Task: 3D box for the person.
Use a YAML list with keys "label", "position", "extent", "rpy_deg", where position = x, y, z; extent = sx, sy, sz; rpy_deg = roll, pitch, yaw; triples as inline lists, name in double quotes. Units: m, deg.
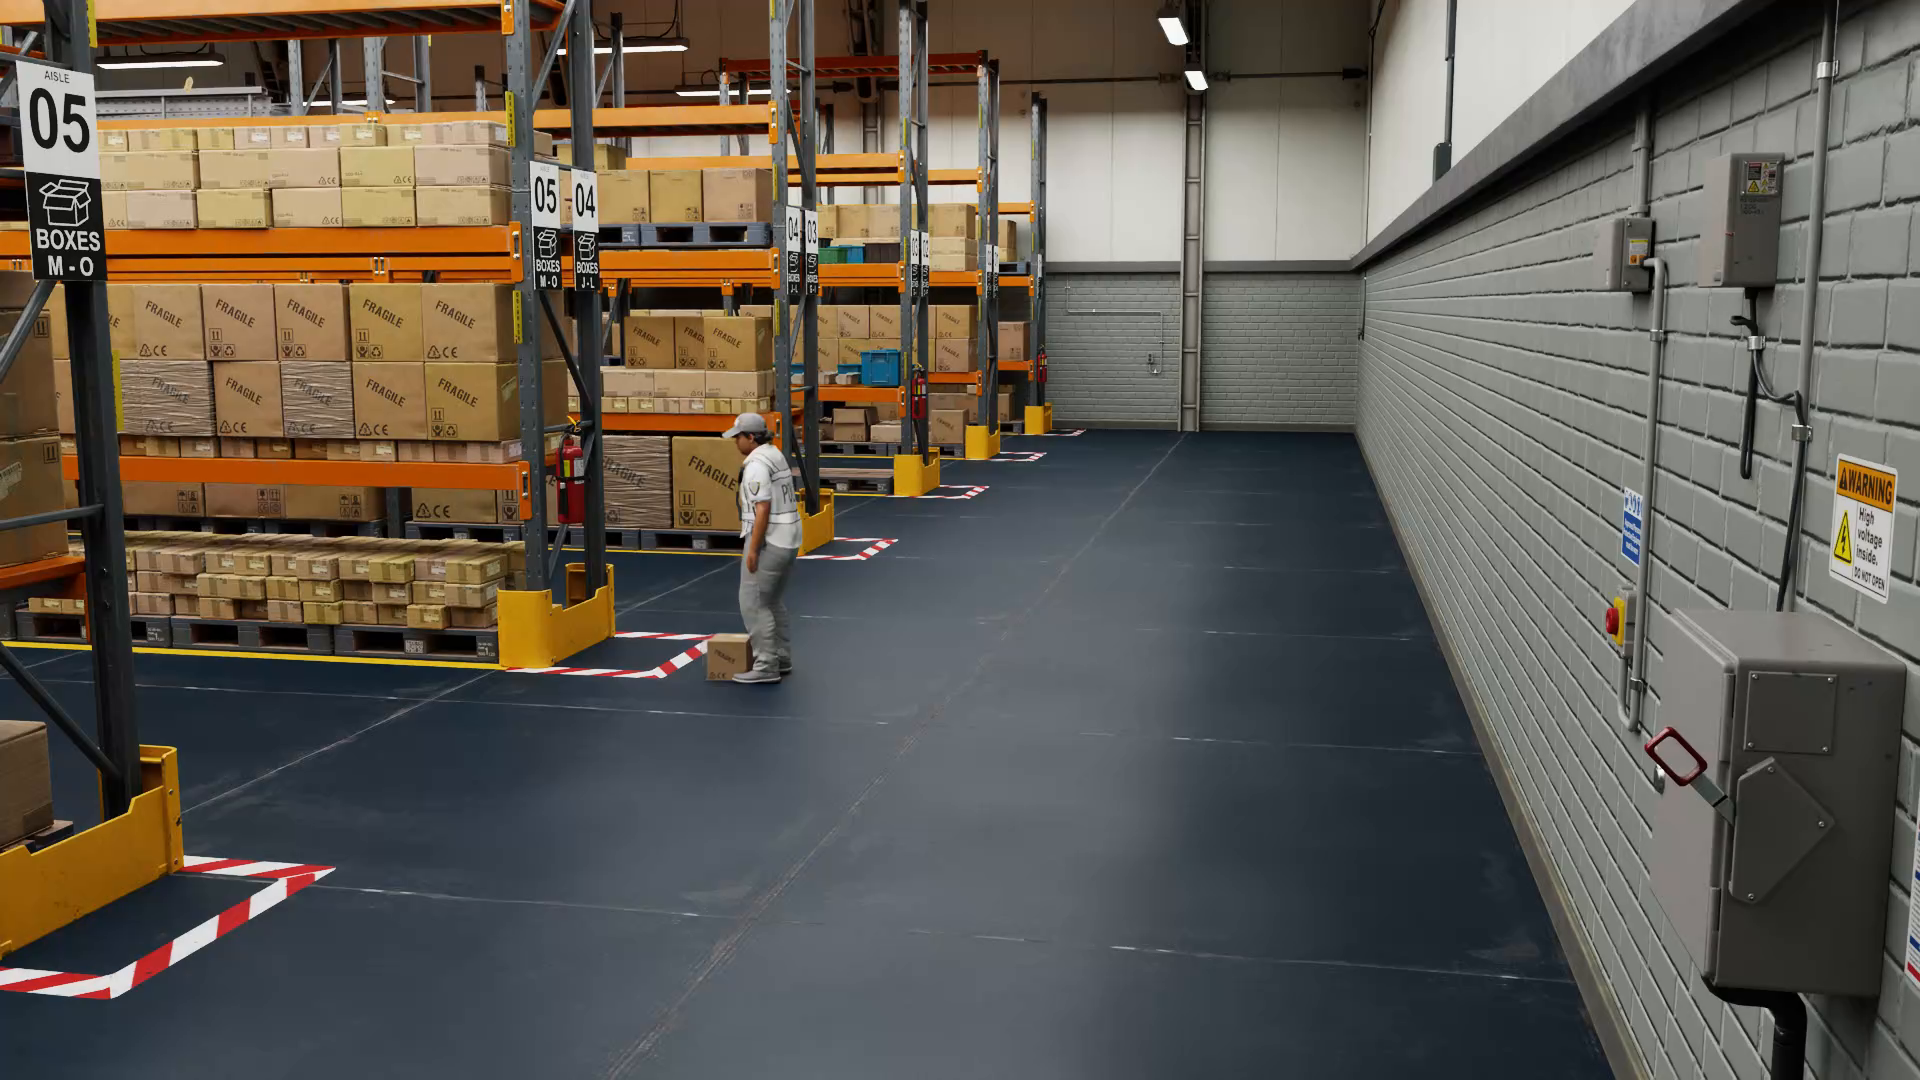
- label: "person"
  position: [-1.221, 0.039, 10.300]
  extent: [0.469, 1.665, 0.546]
  rpy_deg: [1, 8, 9]
